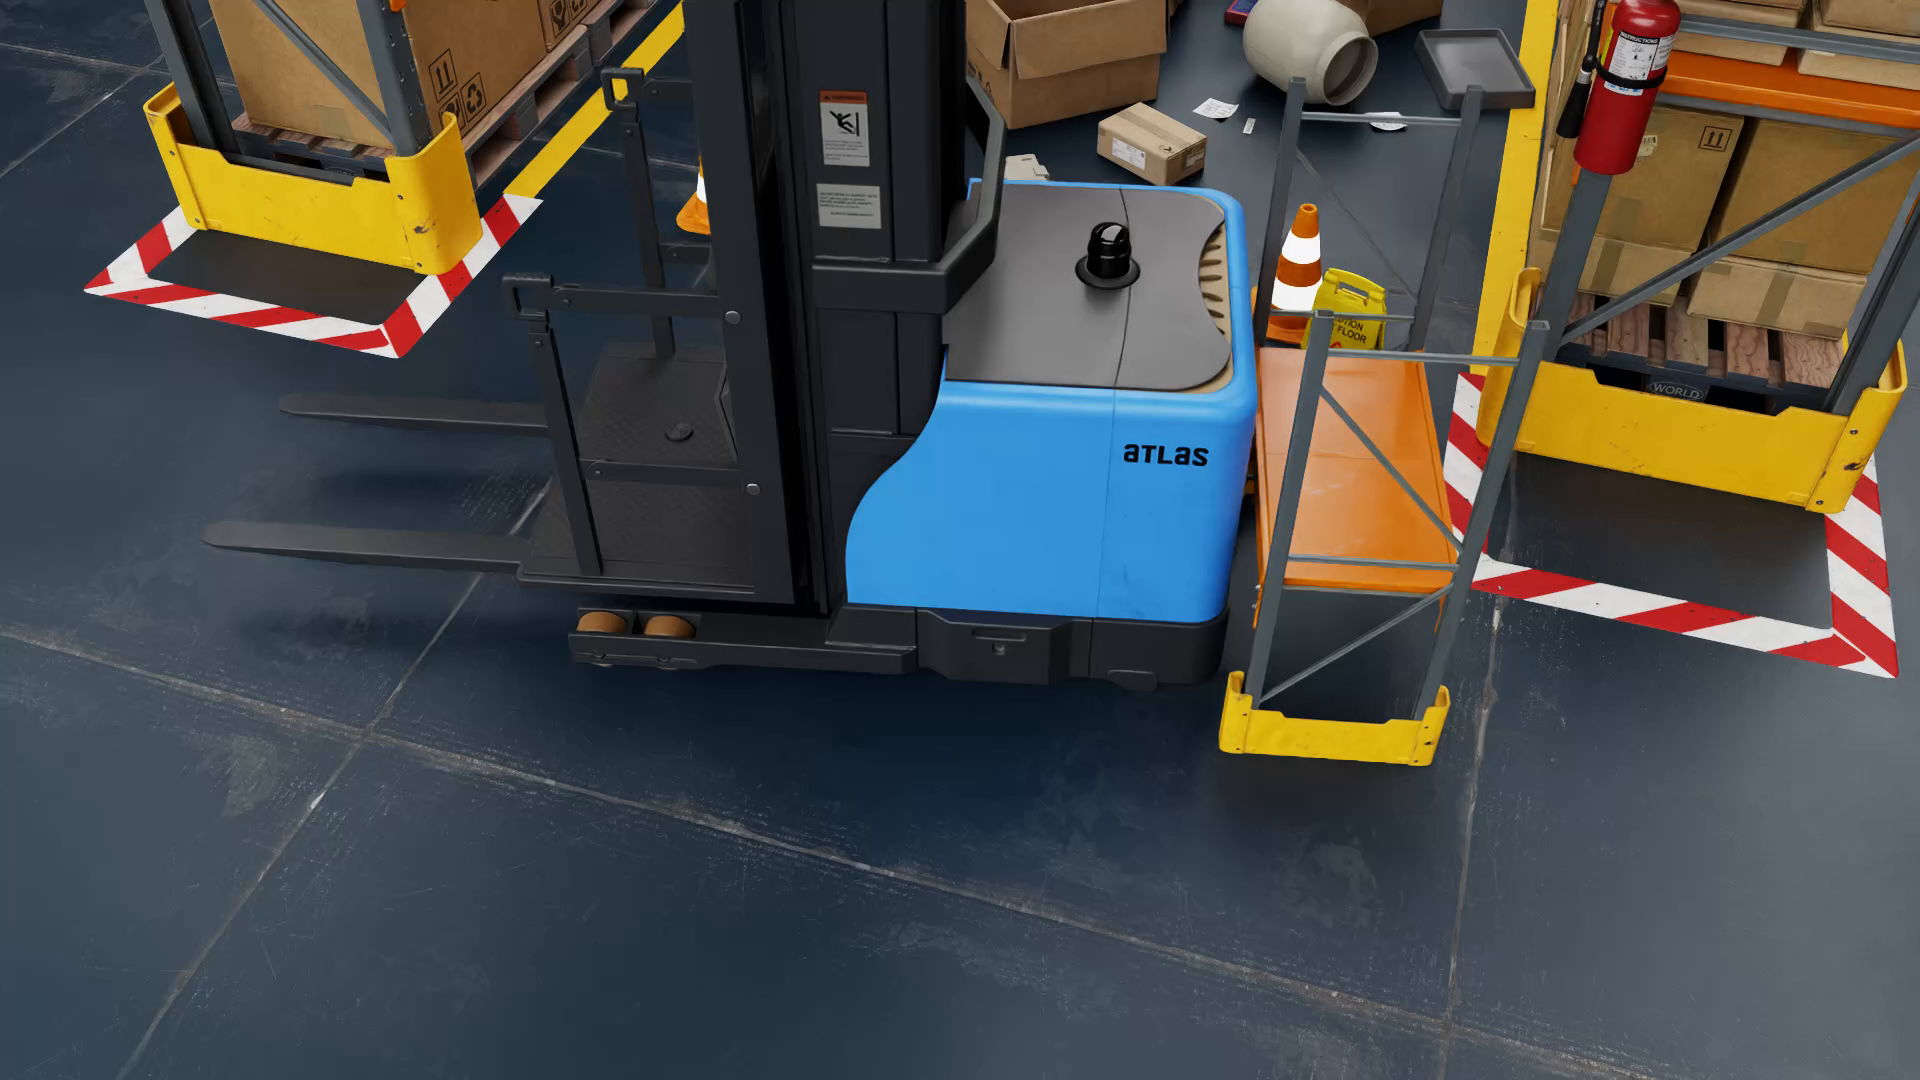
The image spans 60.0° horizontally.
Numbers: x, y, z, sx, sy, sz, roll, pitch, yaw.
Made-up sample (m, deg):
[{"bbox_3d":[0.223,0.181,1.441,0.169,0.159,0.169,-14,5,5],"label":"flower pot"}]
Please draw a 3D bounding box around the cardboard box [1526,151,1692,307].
[{"bbox_3d":[2.306,-1.111,5.906,0.500,0.250,0.500,12,46,12],"label":"cardboard box"}]

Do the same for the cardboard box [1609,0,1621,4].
[{"bbox_3d":[2.191,-1.729,5.052,0.380,0.149,0.250,12,46,12],"label":"cardboard box"}]

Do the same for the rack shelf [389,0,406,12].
[{"bbox_3d":[-1.832,-3.389,7.083,1.077,0.370,4.000,13,46,13],"label":"rack shelf"}]

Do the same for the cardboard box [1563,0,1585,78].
[{"bbox_3d":[2.619,-2.040,6.319,0.500,0.500,0.500,12,46,12],"label":"cardboard box"}]

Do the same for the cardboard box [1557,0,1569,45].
[{"bbox_3d":[2.777,-2.117,6.934,0.500,0.250,0.500,12,46,12],"label":"cardboard box"}]

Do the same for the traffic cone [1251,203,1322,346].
[{"bbox_3d":[1.211,-0.985,5.925,0.336,0.463,0.334,13,46,13],"label":"traffic cone"}]

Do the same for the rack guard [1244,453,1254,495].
[{"bbox_3d":[1.109,-0.202,5.278,0.587,0.250,0.087,4,44,4],"label":"rack guard"}]

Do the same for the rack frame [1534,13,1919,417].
[{"bbox_3d":[2.310,-1.332,4.466,1.000,3.000,0.127,13,46,13],"label":"rack frame"}]

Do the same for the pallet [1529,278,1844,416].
[{"bbox_3d":[2.613,-0.920,6.039,1.003,0.211,1.213,13,46,13],"label":"pallet"}]

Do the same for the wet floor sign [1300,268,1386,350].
[{"bbox_3d":[1.233,-0.590,5.392,0.267,0.644,0.232,28,51,26],"label":"wet floor sign"}]

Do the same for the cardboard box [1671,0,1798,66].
[{"bbox_3d":[2.220,-1.536,4.855,0.380,0.149,0.250,14,46,14],"label":"cardboard box"}]

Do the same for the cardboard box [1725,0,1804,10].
[{"bbox_3d":[2.212,-1.894,4.756,0.500,0.500,0.500,12,46,12],"label":"cardboard box"}]

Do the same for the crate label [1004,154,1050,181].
[{"bbox_3d":[0.229,-1.414,6.597,0.250,0.136,0.298,-9,45,-9],"label":"crate label"}]

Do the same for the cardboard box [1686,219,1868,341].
[{"bbox_3d":[2.818,-0.978,5.770,0.500,0.250,0.500,12,46,12],"label":"cardboard box"}]

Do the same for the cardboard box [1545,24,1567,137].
[{"bbox_3d":[2.616,-1.788,6.599,0.500,0.250,0.500,11,45,11],"label":"cardboard box"}]

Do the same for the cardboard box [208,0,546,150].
[{"bbox_3d":[-2.296,-2.169,6.541,0.875,0.875,0.875,13,46,13],"label":"cardboard box"}]

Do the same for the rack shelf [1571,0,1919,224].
[{"bbox_3d":[2.916,-2.408,6.080,1.077,0.370,4.000,13,46,13],"label":"rack shelf"}]

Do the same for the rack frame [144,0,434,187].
[{"bbox_3d":[-2.438,-2.313,5.469,1.000,3.000,0.127,13,46,13],"label":"rack frame"}]

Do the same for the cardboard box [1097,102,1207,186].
[{"bbox_3d":[0.782,-1.614,6.793,0.250,0.149,0.380,-33,53,-29],"label":"cardboard box"}]

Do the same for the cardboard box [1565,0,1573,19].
[{"bbox_3d":[2.776,-2.393,6.680,0.500,0.500,0.500,15,46,15],"label":"cardboard box"}]

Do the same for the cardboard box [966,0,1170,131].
[{"bbox_3d":[0.429,-2.146,7.084,0.797,0.503,0.637,-16,47,-16],"label":"cardboard box"}]

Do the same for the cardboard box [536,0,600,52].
[{"bbox_3d":[-2.031,-2.756,7.141,0.875,0.875,0.875,12,46,12],"label":"cardboard box"}]

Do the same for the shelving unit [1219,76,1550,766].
[{"bbox_3d":[1.065,-0.302,4.486,0.587,1.500,1.083,4,44,4],"label":"shelving unit"}]

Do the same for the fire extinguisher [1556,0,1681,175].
[{"bbox_3d":[1.836,-1.325,4.515,0.296,0.674,0.183,13,46,13],"label":"fire extinguisher"}]

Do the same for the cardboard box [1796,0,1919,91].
[{"bbox_3d":[2.610,-1.424,4.741,0.380,0.149,0.250,13,46,13],"label":"cardboard box"}]

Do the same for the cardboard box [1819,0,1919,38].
[{"bbox_3d":[2.718,-1.731,4.590,0.500,0.500,0.500,12,46,12],"label":"cardboard box"}]

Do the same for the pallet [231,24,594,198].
[{"bbox_3d":[-2.270,-1.865,7.006,1.003,0.211,1.213,13,46,13],"label":"pallet"}]

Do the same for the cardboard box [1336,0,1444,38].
[{"bbox_3d":[1.900,-2.679,7.629,0.500,0.500,0.500,-24,49,-22],"label":"cardboard box"}]

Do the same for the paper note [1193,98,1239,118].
[{"bbox_3d":[1.100,-1.852,7.129,0.148,0.019,0.142,28,51,26],"label":"paper note"}]

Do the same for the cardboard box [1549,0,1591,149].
[{"bbox_3d":[2.459,-1.705,5.977,0.500,0.500,0.500,14,46,14],"label":"cardboard box"}]

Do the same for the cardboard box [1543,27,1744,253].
[{"bbox_3d":[2.304,-1.356,5.621,0.500,0.500,0.500,13,46,13],"label":"cardboard box"}]

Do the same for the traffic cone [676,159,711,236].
[{"bbox_3d":[-0.924,-1.459,6.410,0.336,0.463,0.334,13,46,13],"label":"traffic cone"}]

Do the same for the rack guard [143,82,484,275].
[{"bbox_3d":[-2.445,-1.403,6.327,1.175,0.500,0.348,13,46,13],"label":"rack guard"}]

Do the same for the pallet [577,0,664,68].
[{"bbox_3d":[-1.899,-2.676,7.834,1.003,0.211,1.213,13,46,13],"label":"pallet"}]

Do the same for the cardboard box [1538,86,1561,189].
[{"bbox_3d":[2.463,-1.438,6.241,0.500,0.250,0.500,13,46,13],"label":"cardboard box"}]

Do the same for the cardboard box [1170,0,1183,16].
[{"bbox_3d":[0.705,-2.820,7.675,0.797,0.637,0.503,13,46,13],"label":"cardboard box"}]

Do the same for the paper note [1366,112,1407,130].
[{"bbox_3d":[1.807,-1.784,7.051,0.142,0.019,0.148,-2,44,-2],"label":"paper note"}]

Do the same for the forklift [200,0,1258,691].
[{"bbox_3d":[-0.722,-1.034,4.211,3.031,2.935,1.130,3,44,3],"label":"forklift"}]

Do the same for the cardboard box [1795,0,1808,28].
[{"bbox_3d":[2.673,-1.596,4.916,0.380,0.149,0.250,13,46,13],"label":"cardboard box"}]

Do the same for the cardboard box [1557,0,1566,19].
[{"bbox_3d":[2.935,-2.471,7.296,0.500,0.250,0.500,15,46,15],"label":"cardboard box"}]

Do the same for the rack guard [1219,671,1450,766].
[{"bbox_3d":[1.020,0.492,4.569,0.587,0.250,0.087,4,44,4],"label":"rack guard"}]

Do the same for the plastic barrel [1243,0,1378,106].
[{"bbox_3d":[1.493,-2.108,7.102,0.421,0.421,0.512,-24,49,-22],"label":"plastic barrel"}]

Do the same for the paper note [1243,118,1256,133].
[{"bbox_3d":[1.224,-1.752,7.033,0.032,0.001,0.123,13,46,13],"label":"paper note"}]

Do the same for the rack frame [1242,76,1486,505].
[{"bbox_3d":[1.109,-0.650,4.842,0.500,1.500,0.032,4,44,4],"label":"rack frame"}]

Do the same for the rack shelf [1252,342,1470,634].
[{"bbox_3d":[1.064,-0.167,4.606,0.538,0.185,1.000,4,44,4],"label":"rack shelf"}]

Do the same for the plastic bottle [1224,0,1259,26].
[{"bbox_3d":[1.343,-2.485,7.745,0.133,0.061,0.283,20,48,19],"label":"plastic bottle"}]

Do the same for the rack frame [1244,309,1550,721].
[{"bbox_3d":[1.019,0.058,4.118,0.500,1.500,0.032,4,44,4],"label":"rack frame"}]

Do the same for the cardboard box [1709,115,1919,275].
[{"bbox_3d":[2.825,-1.262,5.525,0.500,0.500,0.500,11,45,11],"label":"cardboard box"}]

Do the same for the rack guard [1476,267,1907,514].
[{"bbox_3d":[2.333,-0.489,5.392,1.175,0.500,0.348,13,46,13],"label":"rack guard"}]

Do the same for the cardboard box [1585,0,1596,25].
[{"bbox_3d":[2.352,-1.847,5.658,0.380,0.149,0.250,14,46,14],"label":"cardboard box"}]

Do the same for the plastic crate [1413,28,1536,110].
[{"bbox_3d":[2.265,-2.081,7.320,0.402,0.080,0.583,-2,44,-2],"label":"plastic crate"}]
